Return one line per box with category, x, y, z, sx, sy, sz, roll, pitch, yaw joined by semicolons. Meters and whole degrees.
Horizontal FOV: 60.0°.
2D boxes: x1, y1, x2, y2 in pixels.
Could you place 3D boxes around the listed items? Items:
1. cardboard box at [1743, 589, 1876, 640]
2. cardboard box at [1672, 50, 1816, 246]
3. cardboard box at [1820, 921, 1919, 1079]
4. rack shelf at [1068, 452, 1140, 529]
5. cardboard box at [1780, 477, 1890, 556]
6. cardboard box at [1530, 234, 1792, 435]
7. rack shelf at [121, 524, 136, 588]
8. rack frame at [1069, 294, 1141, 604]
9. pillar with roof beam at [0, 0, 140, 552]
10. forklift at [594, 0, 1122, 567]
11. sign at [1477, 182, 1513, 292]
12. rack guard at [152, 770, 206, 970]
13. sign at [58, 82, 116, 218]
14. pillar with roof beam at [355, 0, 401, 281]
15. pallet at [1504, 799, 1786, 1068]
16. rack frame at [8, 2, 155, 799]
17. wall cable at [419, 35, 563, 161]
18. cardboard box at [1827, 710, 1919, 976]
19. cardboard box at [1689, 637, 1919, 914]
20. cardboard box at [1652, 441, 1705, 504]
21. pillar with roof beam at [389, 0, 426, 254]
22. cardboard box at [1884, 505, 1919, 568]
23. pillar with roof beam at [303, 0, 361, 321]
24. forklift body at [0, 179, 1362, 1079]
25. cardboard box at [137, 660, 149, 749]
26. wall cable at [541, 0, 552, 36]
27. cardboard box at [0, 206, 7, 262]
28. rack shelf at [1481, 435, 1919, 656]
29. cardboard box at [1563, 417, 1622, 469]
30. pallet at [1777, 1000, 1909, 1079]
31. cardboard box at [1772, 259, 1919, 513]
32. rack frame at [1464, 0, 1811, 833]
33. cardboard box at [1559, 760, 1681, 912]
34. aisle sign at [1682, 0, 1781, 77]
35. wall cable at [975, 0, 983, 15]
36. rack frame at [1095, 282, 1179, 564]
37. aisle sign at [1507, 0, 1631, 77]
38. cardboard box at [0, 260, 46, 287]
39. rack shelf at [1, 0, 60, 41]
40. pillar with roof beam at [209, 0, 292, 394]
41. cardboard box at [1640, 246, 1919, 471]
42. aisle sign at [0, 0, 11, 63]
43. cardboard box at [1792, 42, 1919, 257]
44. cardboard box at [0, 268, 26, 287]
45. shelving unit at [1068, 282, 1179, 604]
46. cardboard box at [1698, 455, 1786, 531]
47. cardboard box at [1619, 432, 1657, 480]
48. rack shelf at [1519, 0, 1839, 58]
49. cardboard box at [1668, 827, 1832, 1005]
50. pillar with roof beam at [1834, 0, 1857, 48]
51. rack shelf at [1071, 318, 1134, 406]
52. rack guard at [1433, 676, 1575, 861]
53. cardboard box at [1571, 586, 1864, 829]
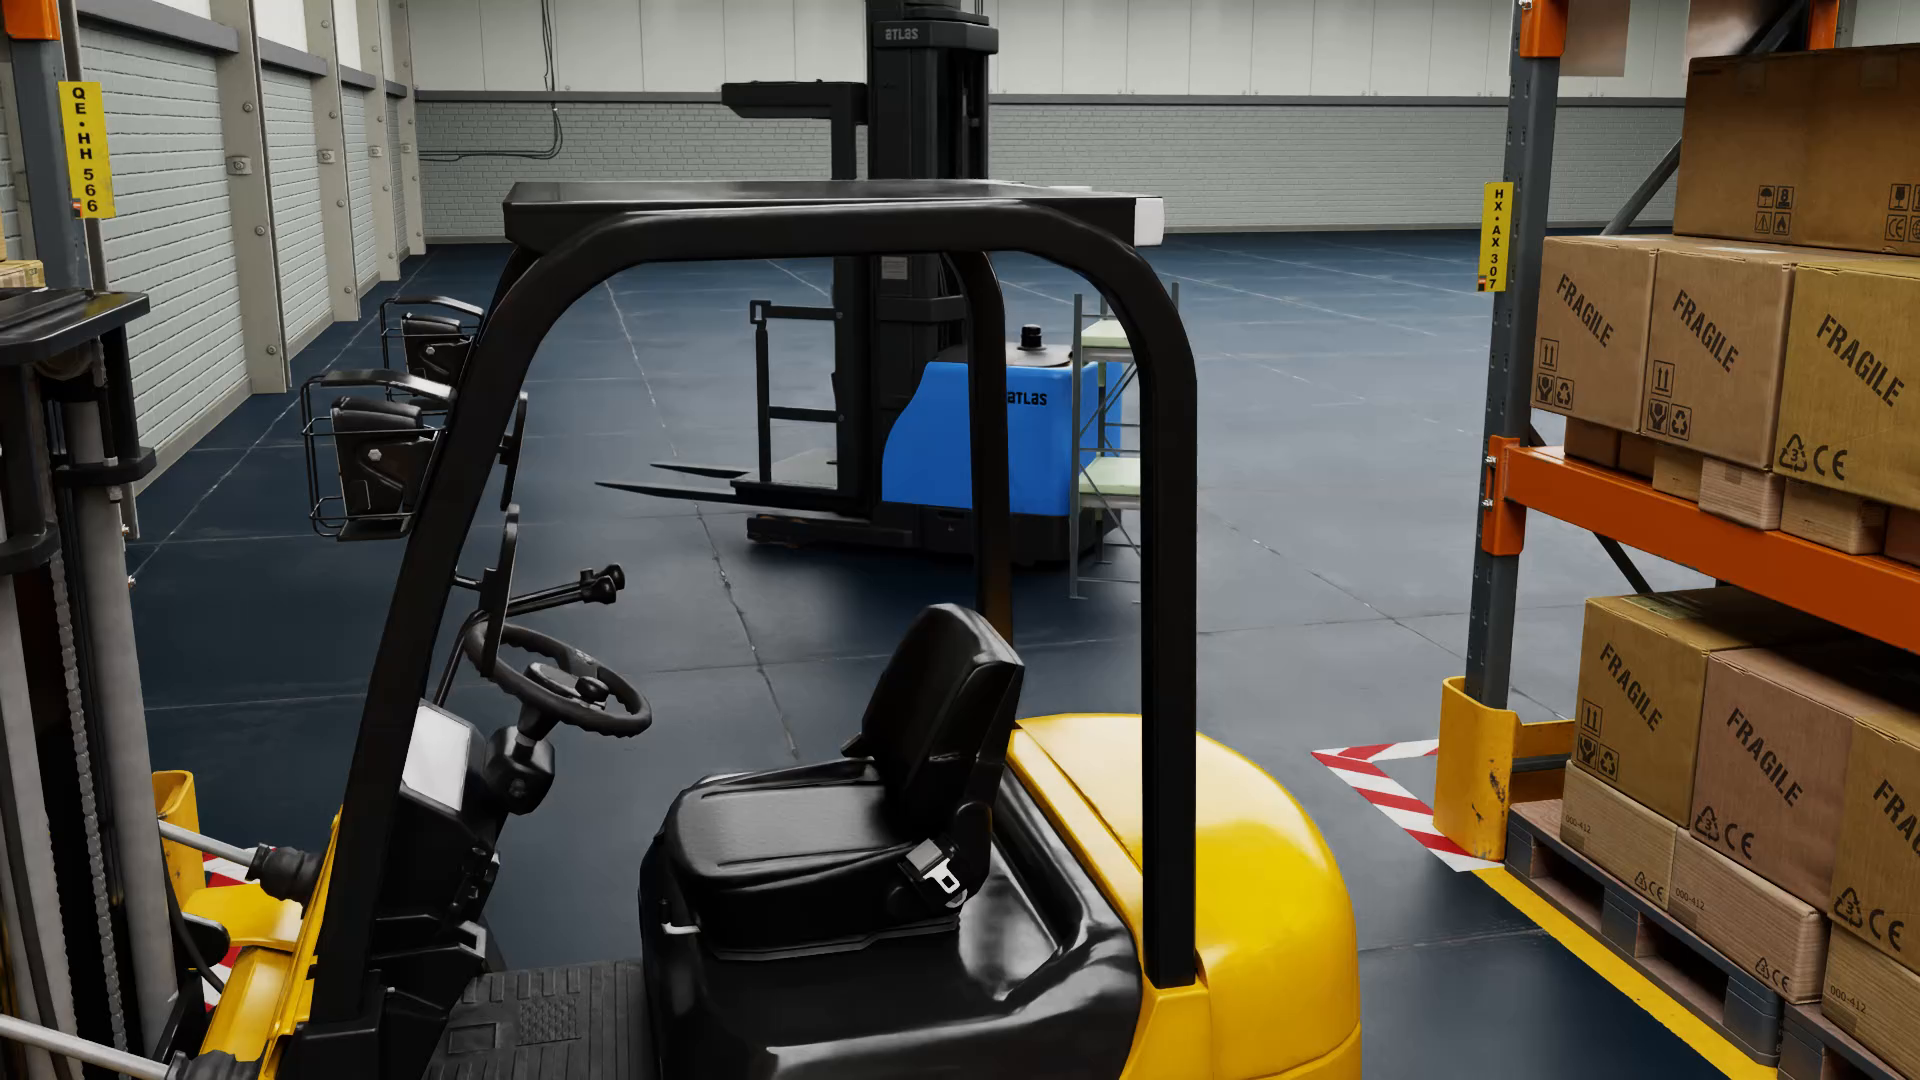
cardboard box;2.594;0.411;4.755;0.500;0.500;0.500;-3;14;-13
cardboard box;2.484;-1.100;4.666;0.700;0.500;0.500;-4;14;-15
cardboard box;2.326;1.049;3.720;0.500;0.250;0.500;-2;14;-9
rack shelf;0.830;-0.194;8.436;0.431;0.370;0.720;4;14;14
cardboard box;2.196;-0.073;3.936;0.380;0.149;0.250;-3;14;-12
cardboard box;1.994;-0.596;4.707;0.500;0.500;0.500;-4;14;-14
rack shelf;-2.202;0.561;2.326;1.077;0.370;4.000;-3;14;-13
rack frame;0.738;-0.427;8.014;0.400;1.500;0.023;4;14;14
pillar with roof beam;-0.609;-4.577;9.201;9.100;9.000;0.400;-3;14;-13
forklift;-0.649;-1.485;9.330;3.031;2.935;1.130;6;15;21
sign;1.625;-0.917;5.038;0.100;0.325;0.005;-3;14;-13
rack guard;-2.678;0.959;4.448;1.175;0.500;0.348;-3;14;-13
sign;-2.141;-0.954;4.074;0.100;0.325;0.005;-3;14;-13
pillar with roof beam;-4.836;-8.730;26.198;9.100;9.000;0.400;-3;14;-13
pallet;2.326;1.034;4.749;1.003;0.211;1.213;-3;14;-13
rack frame;-2.672;-0.250;4.129;1.000;3.000;0.127;-3;14;-13
wall cable;-9.837;-9.119;34.333;3.097;2.526;0.112;-3;14;-13
cardboard box;2.316;0.684;3.637;0.500;0.500;0.500;-3;14;-12
cardboard box;2.206;0.568;4.112;0.500;0.500;0.500;-4;14;-15
cardboard box;2.087;-0.192;4.422;0.380;0.149;0.250;-4;14;-15
pillar with roof beam;-6.246;-10.114;31.864;9.100;9.000;0.400;-3;14;-13
cardboard box;2.316;-0.016;3.700;0.380;0.149;0.250;-3;14;-11
pillar with roof beam;-3.427;-7.346;20.532;9.100;9.000;0.400;-3;14;-13
forklift body;-0.453;0.498;2.855;2.313;2.155;1.214;-3;14;-13
cardboard box;-2.261;0.485;3.923;0.500;0.250;0.500;-3;14;-11
wall cable;-7.207;-11.723;34.351;3.097;2.526;0.112;-3;14;-13
cardboard box;-2.383;-0.687;3.714;0.380;0.149;0.250;-3;14;-13
rack shelf;2.622;0.284;3.462;1.077;0.370;4.000;-3;14;-13
cardboard box;2.031;-0.315;4.927;0.380;0.149;0.250;-3;14;-13
pallet;2.609;1.315;3.599;1.003;0.211;1.213;-3;14;-13
cardboard box;2.239;-0.359;3.738;0.500;0.500;0.500;-4;14;-14
rack frame;2.152;-0.527;5.265;1.000;3.000;0.127;-3;14;-13
cardboard box;2.073;0.806;4.716;0.500;0.250;0.500;-3;14;-14
aisle sign;2.419;-1.821;5.081;0.394;0.787;0.004;-3;14;-13
wall cable;-0.605;-12.805;35.712;2.305;6.003;0.169;-3;14;-13
rack frame;0.922;-0.595;8.702;0.400;1.500;0.023;4;14;14
aisle sign;1.836;-1.787;4.944;0.394;0.787;0.004;-3;14;-13
cardboard box;-2.318;-0.549;3.776;0.380;0.149;0.250;-3;14;-12
rack shelf;-2.202;-0.896;1.970;1.077;0.370;4.000;-3;14;-13
pillar with roof beam;-2.018;-5.961;14.867;9.100;9.000;0.400;-3;14;-13
cardboard box;2.118;-0.476;4.219;0.500;0.500;0.500;-3;14;-11
aisle sign;-2.402;-1.544;3.949;0.394;0.787;0.004;-3;14;-13
cardboard box;2.596;-0.983;4.187;0.700;0.500;0.500;-3;14;-13
cardboard box;-2.229;-0.492;3.542;0.380;0.149;0.250;-3;14;-12
shelving unit;0.830;-0.511;8.358;0.431;1.500;0.755;4;14;14
cardboard box;2.102;-0.131;4.172;0.380;0.149;0.250;-3;14;-12
cardboard box;2.104;-0.258;4.691;0.380;0.149;0.250;-3;14;-12
rack shelf;2.622;-1.174;3.106;1.077;0.370;4.000;-3;14;-13
cardboard box;2.185;0.924;4.233;0.500;0.250;0.500;-3;14;-11
pillar with roof beam;16.004;-11.390;37.086;9.100;9.000;0.400;-3;14;-13
rack shelf;0.830;-0.890;8.266;0.431;0.370;0.720;4;14;14
rack guard;2.170;0.705;5.490;1.175;0.500;0.348;-3;14;-13
cardboard box;2.079;0.447;4.605;0.500;0.500;0.500;-4;14;-15
